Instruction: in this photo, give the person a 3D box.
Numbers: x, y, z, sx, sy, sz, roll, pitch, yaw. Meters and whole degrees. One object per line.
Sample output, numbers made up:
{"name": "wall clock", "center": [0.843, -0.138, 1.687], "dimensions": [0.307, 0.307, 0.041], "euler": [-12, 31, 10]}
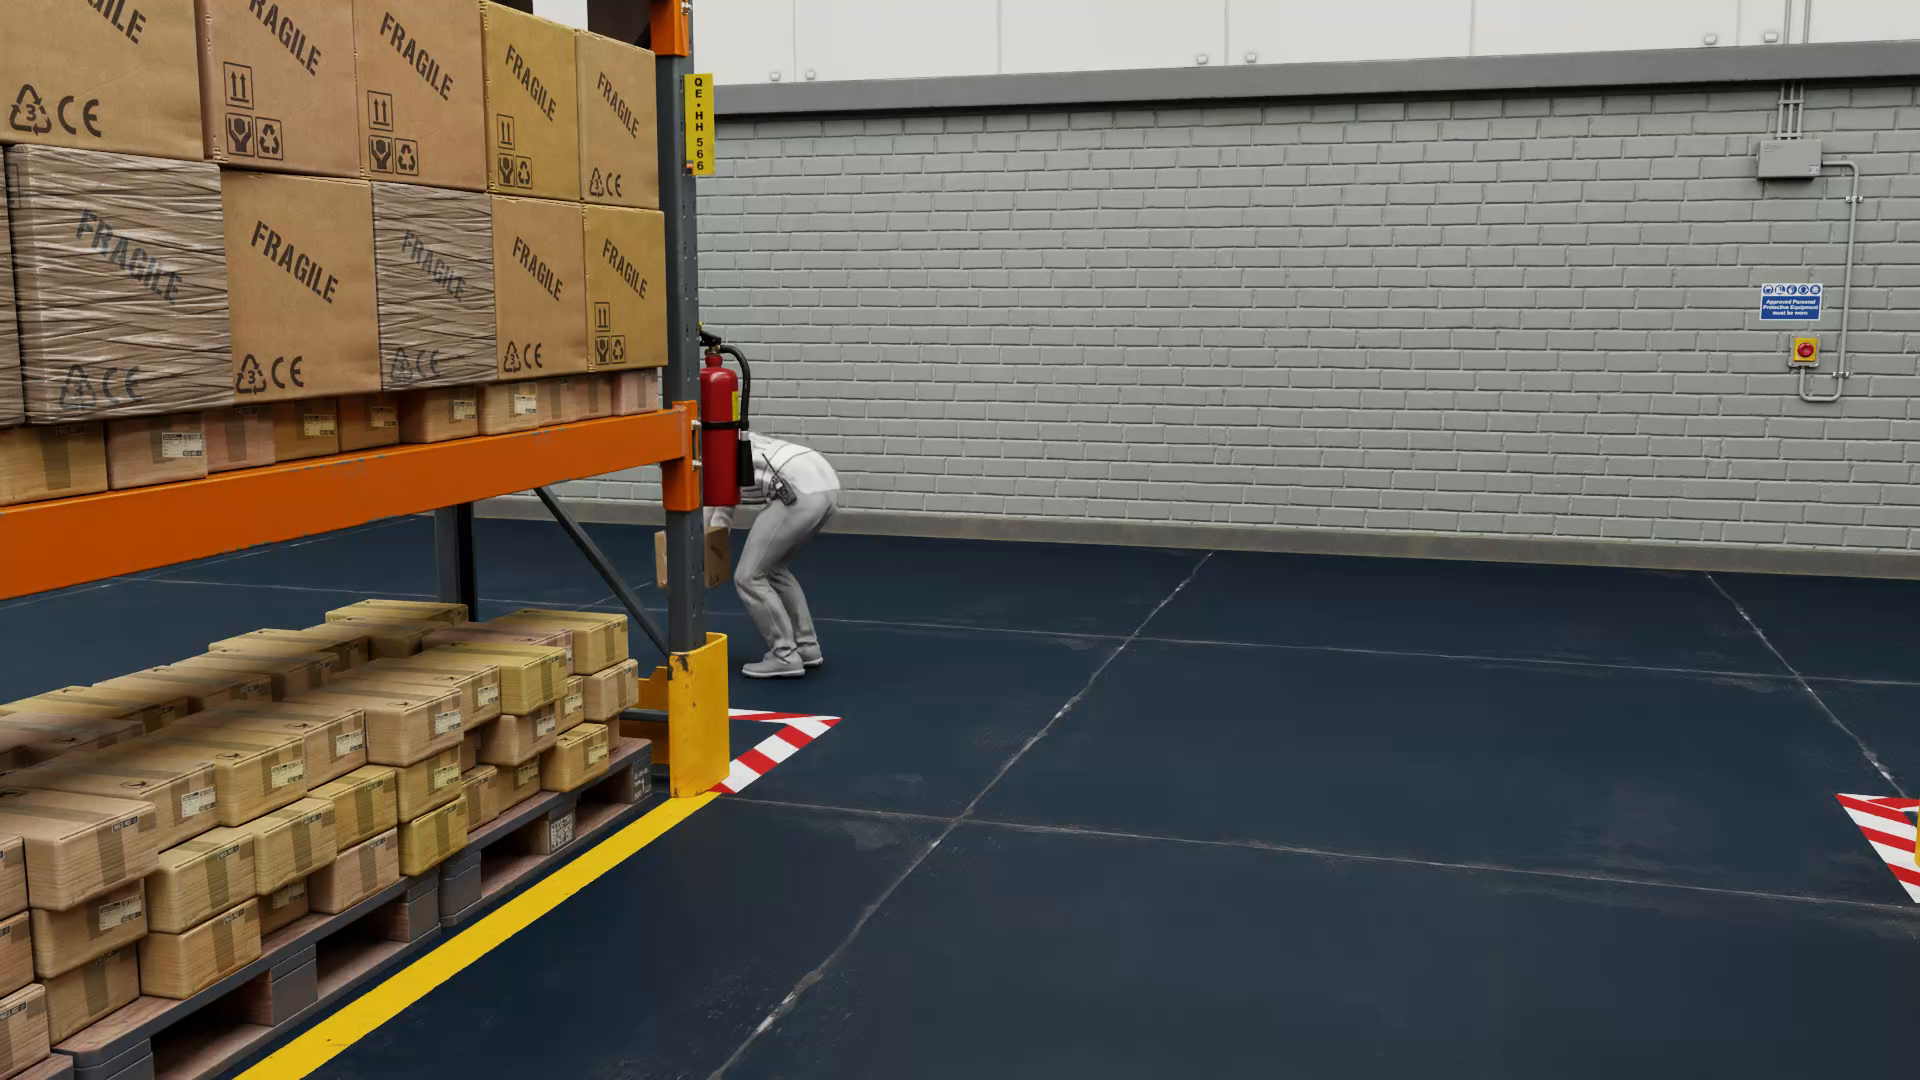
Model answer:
{"name": "person", "center": [-0.991, -0.003, 7.474], "dimensions": [0.908, 1.192, 0.433], "euler": [2, 9, 14]}
